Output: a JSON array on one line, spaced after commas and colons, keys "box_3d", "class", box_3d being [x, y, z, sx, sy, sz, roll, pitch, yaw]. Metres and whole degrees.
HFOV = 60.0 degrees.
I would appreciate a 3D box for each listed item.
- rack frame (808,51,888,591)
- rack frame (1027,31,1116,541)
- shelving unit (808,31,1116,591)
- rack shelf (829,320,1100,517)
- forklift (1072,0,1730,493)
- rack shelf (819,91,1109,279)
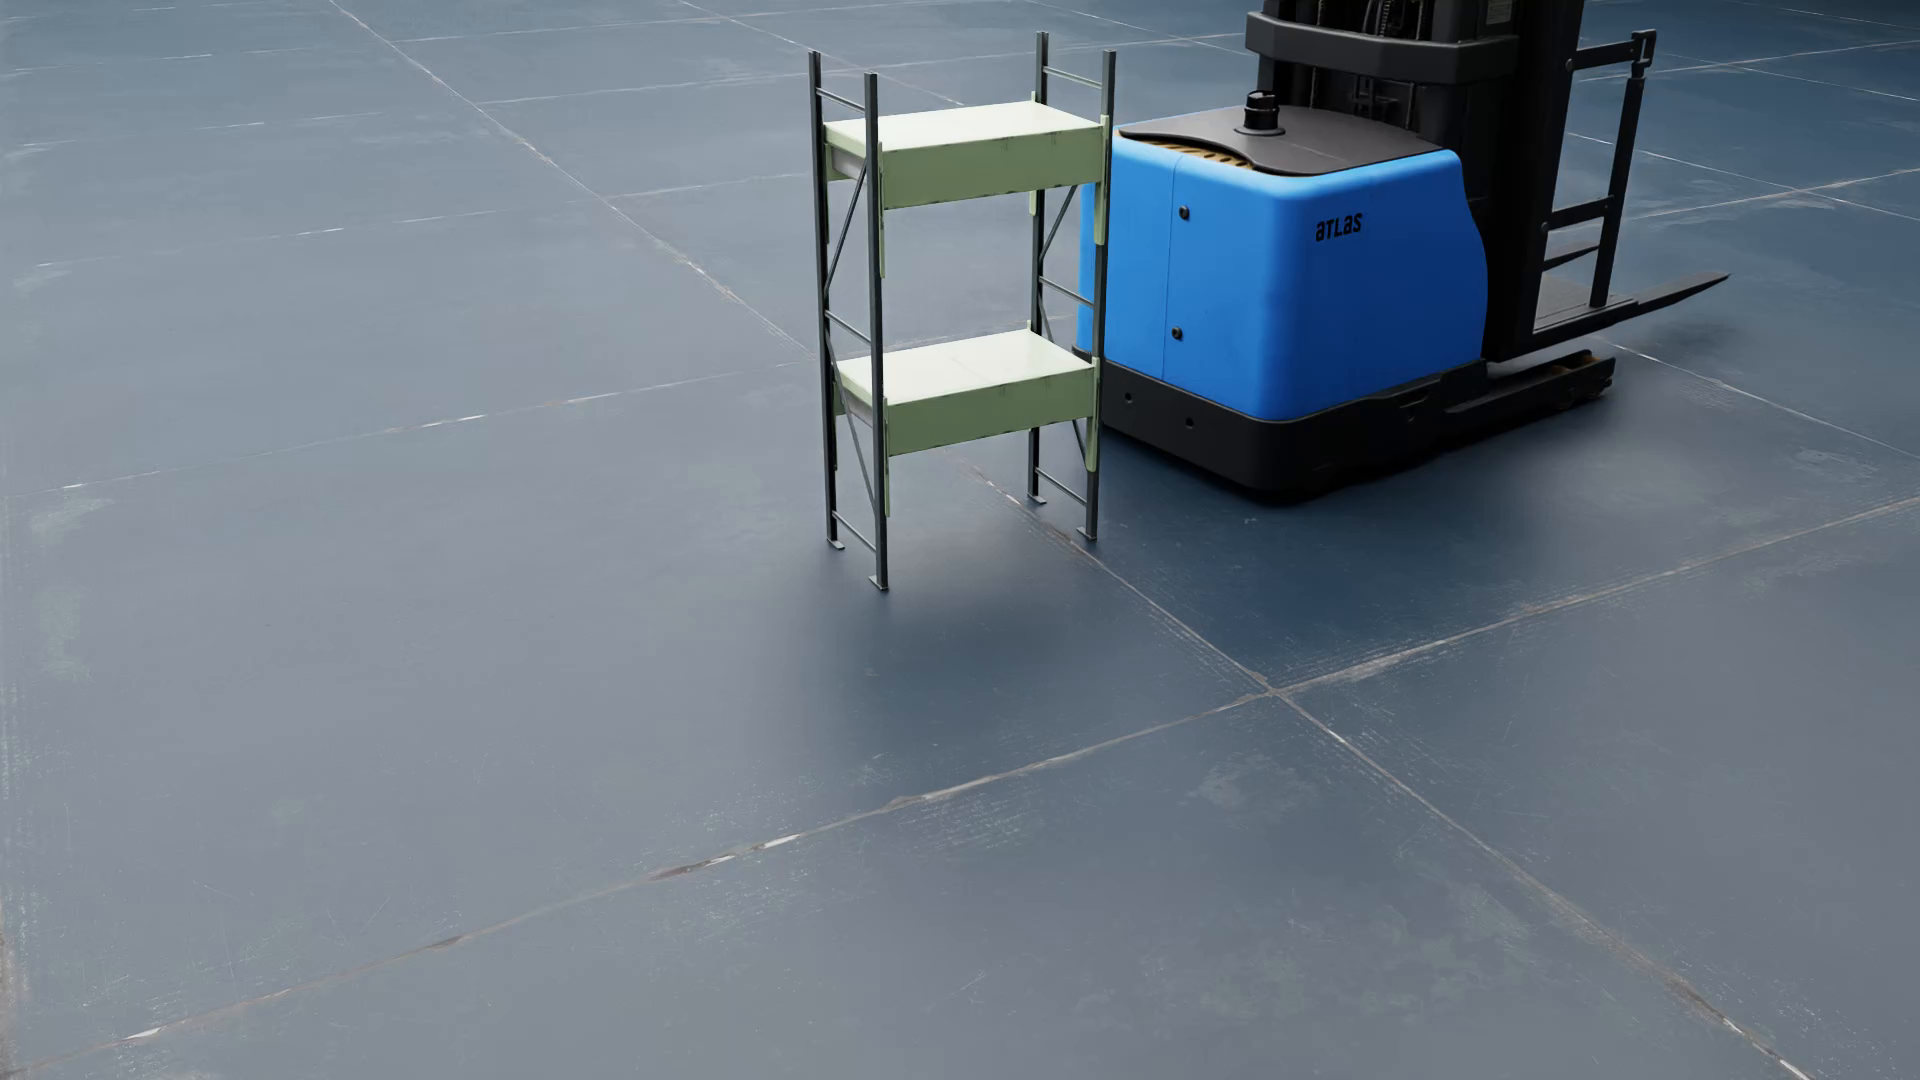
[{"box_3d": [-0.317, -0.603, 4.773, 0.023, 1.500, 0.400, -13, 29, -25], "class": "rack frame"}, {"box_3d": [0.329, -0.752, 5.083, 0.023, 1.500, 0.400, -13, 29, -25], "class": "rack frame"}, {"box_3d": [0.006, -0.677, 4.928, 0.755, 1.500, 0.431, -13, 29, -25], "class": "shelving unit"}, {"box_3d": [0.006, -0.384, 5.069, 0.720, 0.370, 0.431, -13, 29, -25], "class": "rack shelf"}, {"box_3d": [1.884, -1.975, 5.976, 3.031, 2.935, 1.130, -18, 31, -33], "class": "forklift"}, {"box_3d": [0.006, -1.029, 4.759, 0.720, 0.370, 0.431, -13, 29, -25], "class": "rack shelf"}]
